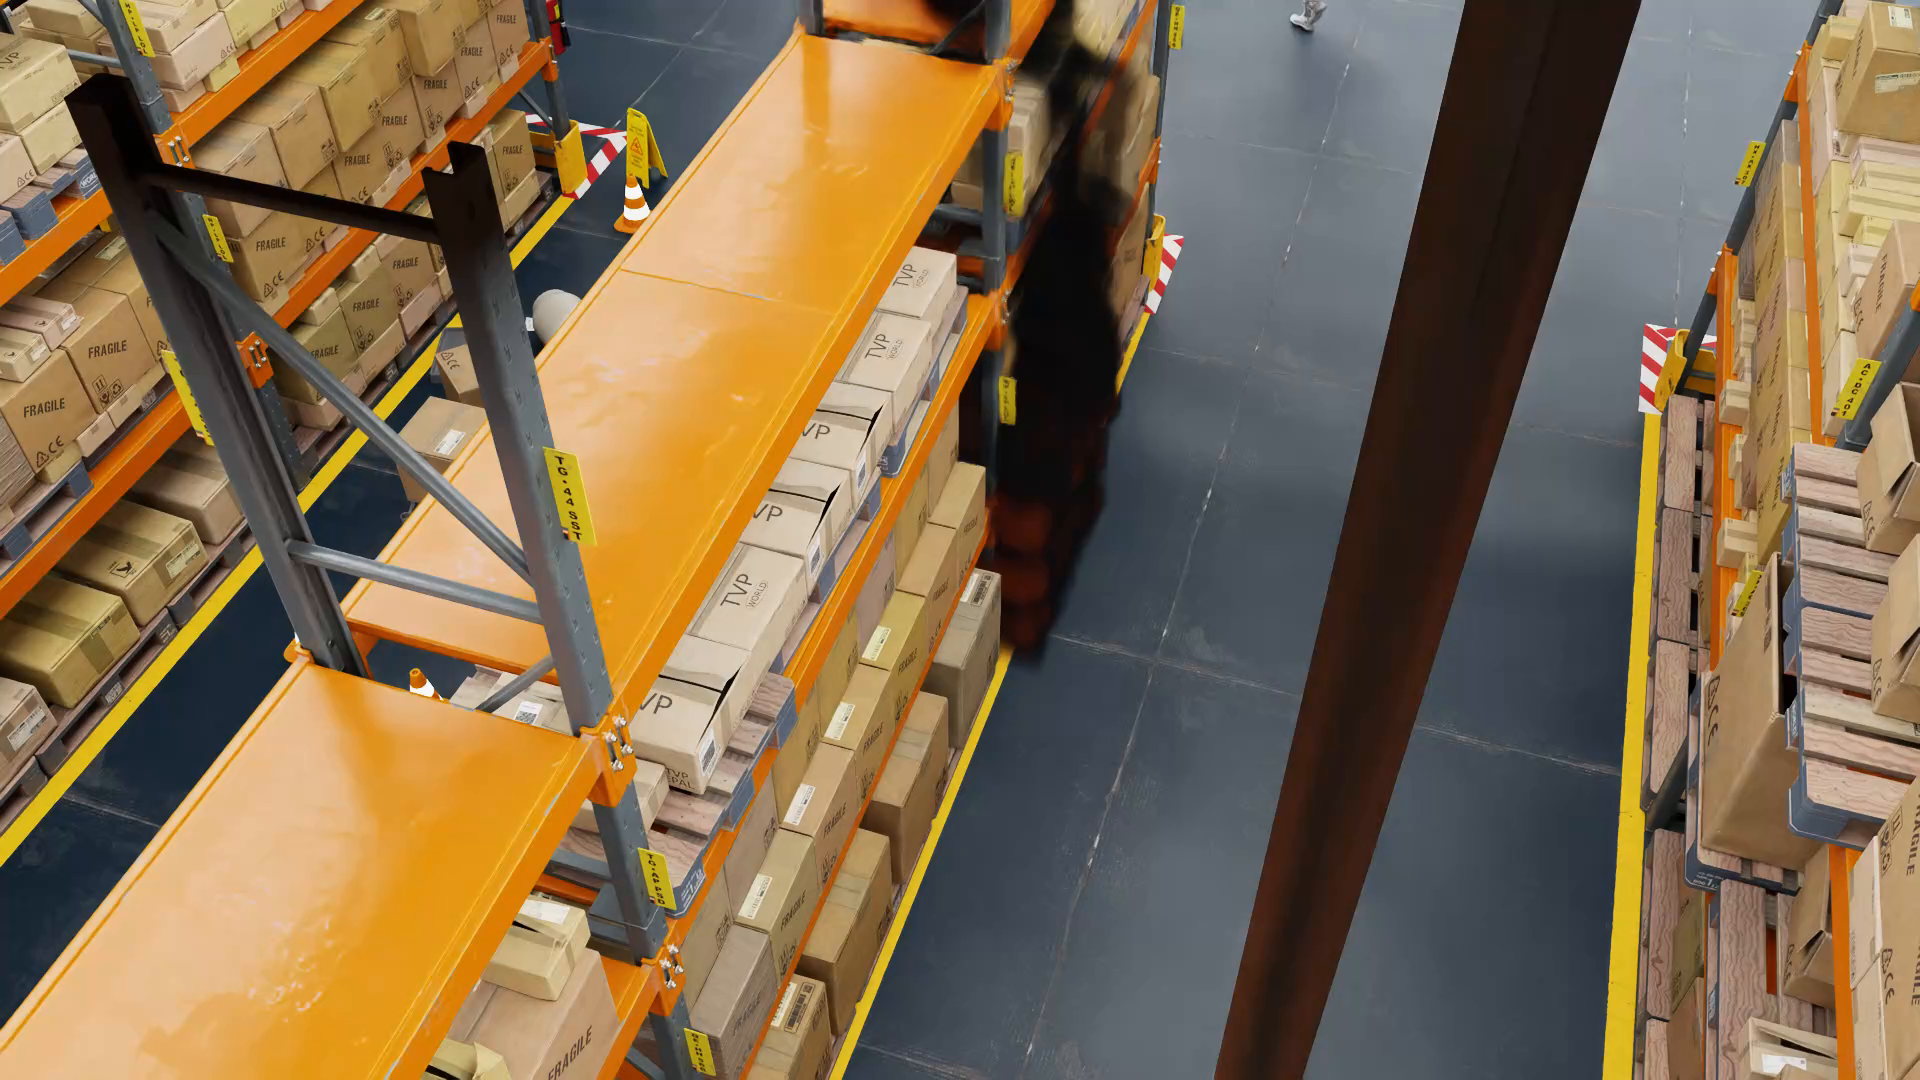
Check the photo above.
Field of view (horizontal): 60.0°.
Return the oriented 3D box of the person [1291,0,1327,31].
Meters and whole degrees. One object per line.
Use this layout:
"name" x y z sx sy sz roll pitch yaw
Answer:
"person" 3.323 -5.500 15.317 0.703 1.720 0.588 -24 50 -22
